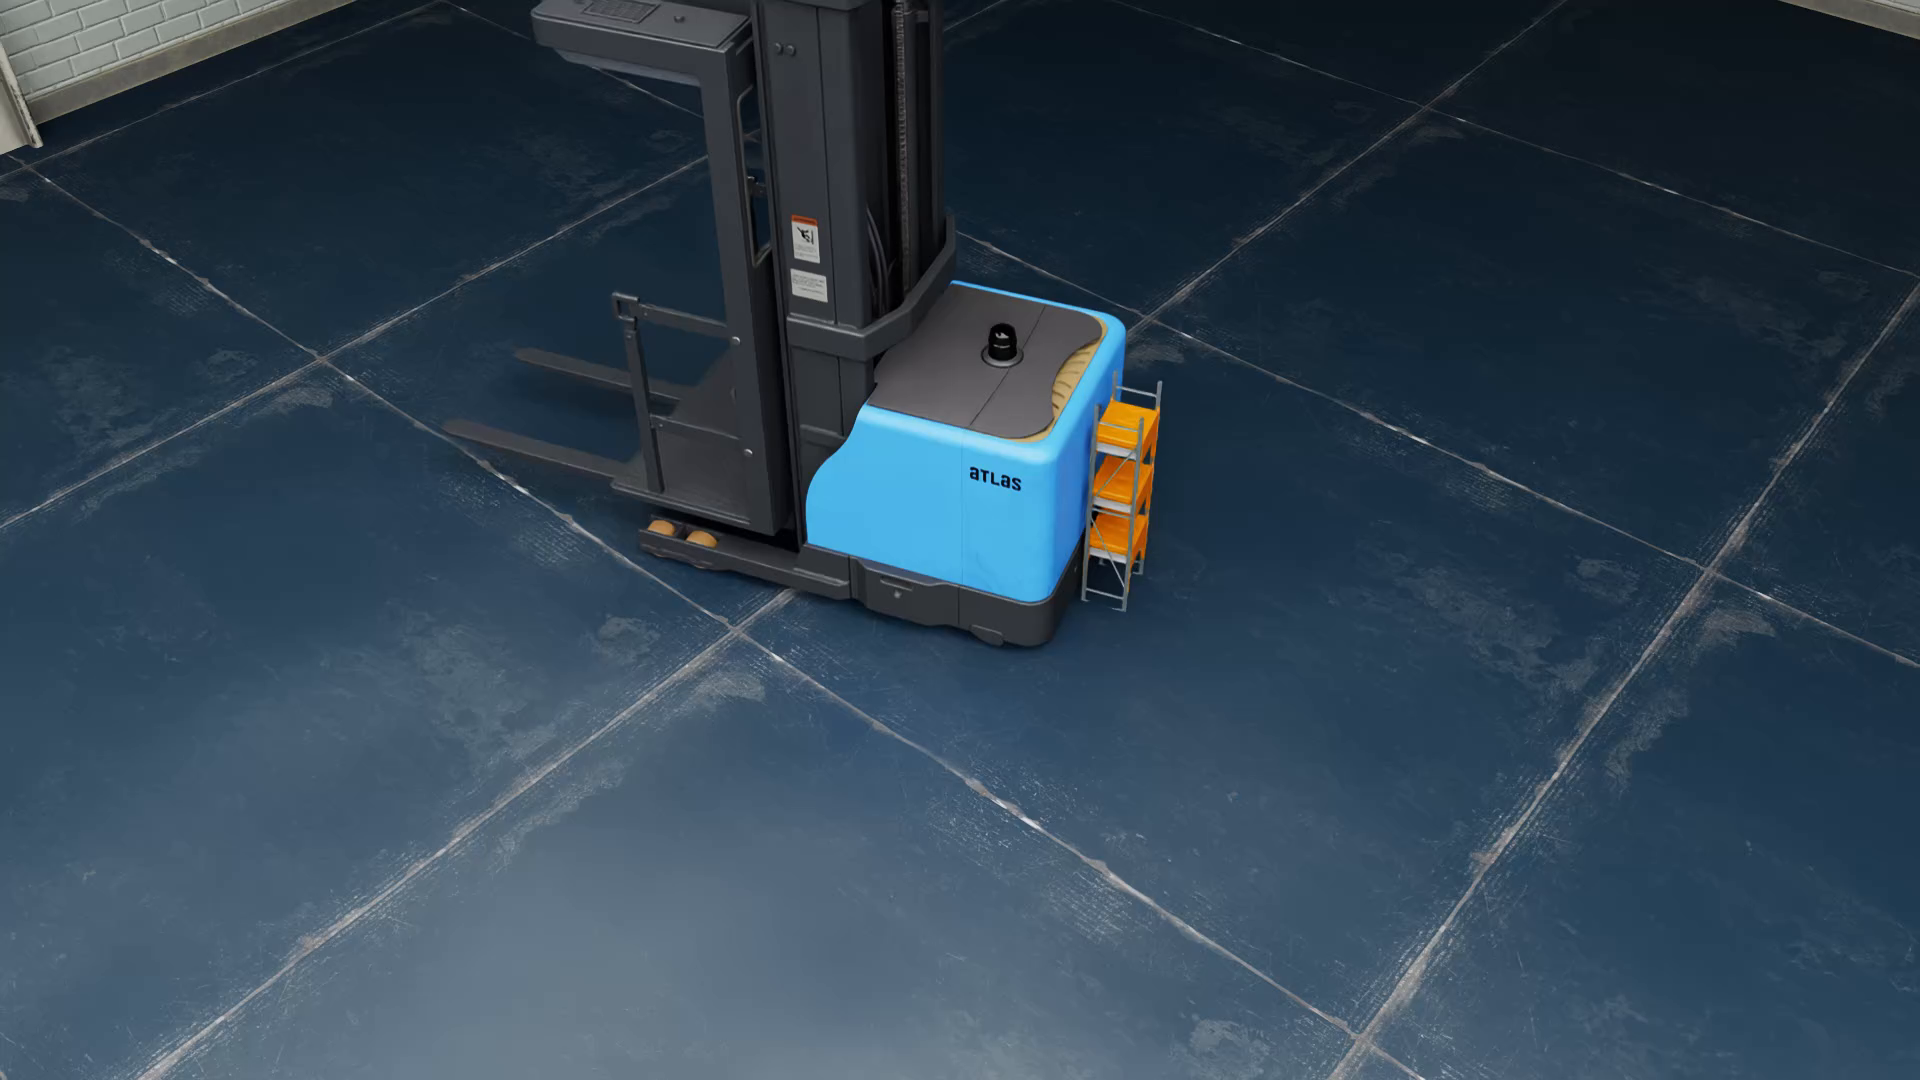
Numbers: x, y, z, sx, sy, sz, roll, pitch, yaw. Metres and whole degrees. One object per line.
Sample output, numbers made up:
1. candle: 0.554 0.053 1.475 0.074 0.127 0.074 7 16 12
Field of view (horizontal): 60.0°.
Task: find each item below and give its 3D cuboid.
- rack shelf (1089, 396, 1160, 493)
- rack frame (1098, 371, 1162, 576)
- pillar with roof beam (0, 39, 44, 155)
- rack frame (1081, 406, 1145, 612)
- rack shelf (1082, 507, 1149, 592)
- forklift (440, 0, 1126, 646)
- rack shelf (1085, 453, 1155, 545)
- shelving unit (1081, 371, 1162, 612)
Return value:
1. rack shelf: 0.659 -0.385 6.669 0.215 0.259 0.240 15 44 16
2. rack frame: 0.704 -0.259 6.937 0.200 1.050 0.008 15 44 16
3. pillar with roof beam: -2.490 -3.821 4.945 9.100 9.000 0.400 29 50 28
4. rack frame: 0.614 -0.106 6.769 0.200 1.050 0.008 15 44 16
5. rack shelf: 0.659 0.031 7.047 0.215 0.259 0.240 15 44 16
6. forklift: -0.871 -1.274 6.655 3.031 2.935 1.130 15 44 16
7. rack shelf: 0.659 -0.175 6.860 0.215 0.259 0.240 15 44 16
8. shelving unit: 0.659 -0.183 6.853 0.215 1.050 0.252 15 44 16
